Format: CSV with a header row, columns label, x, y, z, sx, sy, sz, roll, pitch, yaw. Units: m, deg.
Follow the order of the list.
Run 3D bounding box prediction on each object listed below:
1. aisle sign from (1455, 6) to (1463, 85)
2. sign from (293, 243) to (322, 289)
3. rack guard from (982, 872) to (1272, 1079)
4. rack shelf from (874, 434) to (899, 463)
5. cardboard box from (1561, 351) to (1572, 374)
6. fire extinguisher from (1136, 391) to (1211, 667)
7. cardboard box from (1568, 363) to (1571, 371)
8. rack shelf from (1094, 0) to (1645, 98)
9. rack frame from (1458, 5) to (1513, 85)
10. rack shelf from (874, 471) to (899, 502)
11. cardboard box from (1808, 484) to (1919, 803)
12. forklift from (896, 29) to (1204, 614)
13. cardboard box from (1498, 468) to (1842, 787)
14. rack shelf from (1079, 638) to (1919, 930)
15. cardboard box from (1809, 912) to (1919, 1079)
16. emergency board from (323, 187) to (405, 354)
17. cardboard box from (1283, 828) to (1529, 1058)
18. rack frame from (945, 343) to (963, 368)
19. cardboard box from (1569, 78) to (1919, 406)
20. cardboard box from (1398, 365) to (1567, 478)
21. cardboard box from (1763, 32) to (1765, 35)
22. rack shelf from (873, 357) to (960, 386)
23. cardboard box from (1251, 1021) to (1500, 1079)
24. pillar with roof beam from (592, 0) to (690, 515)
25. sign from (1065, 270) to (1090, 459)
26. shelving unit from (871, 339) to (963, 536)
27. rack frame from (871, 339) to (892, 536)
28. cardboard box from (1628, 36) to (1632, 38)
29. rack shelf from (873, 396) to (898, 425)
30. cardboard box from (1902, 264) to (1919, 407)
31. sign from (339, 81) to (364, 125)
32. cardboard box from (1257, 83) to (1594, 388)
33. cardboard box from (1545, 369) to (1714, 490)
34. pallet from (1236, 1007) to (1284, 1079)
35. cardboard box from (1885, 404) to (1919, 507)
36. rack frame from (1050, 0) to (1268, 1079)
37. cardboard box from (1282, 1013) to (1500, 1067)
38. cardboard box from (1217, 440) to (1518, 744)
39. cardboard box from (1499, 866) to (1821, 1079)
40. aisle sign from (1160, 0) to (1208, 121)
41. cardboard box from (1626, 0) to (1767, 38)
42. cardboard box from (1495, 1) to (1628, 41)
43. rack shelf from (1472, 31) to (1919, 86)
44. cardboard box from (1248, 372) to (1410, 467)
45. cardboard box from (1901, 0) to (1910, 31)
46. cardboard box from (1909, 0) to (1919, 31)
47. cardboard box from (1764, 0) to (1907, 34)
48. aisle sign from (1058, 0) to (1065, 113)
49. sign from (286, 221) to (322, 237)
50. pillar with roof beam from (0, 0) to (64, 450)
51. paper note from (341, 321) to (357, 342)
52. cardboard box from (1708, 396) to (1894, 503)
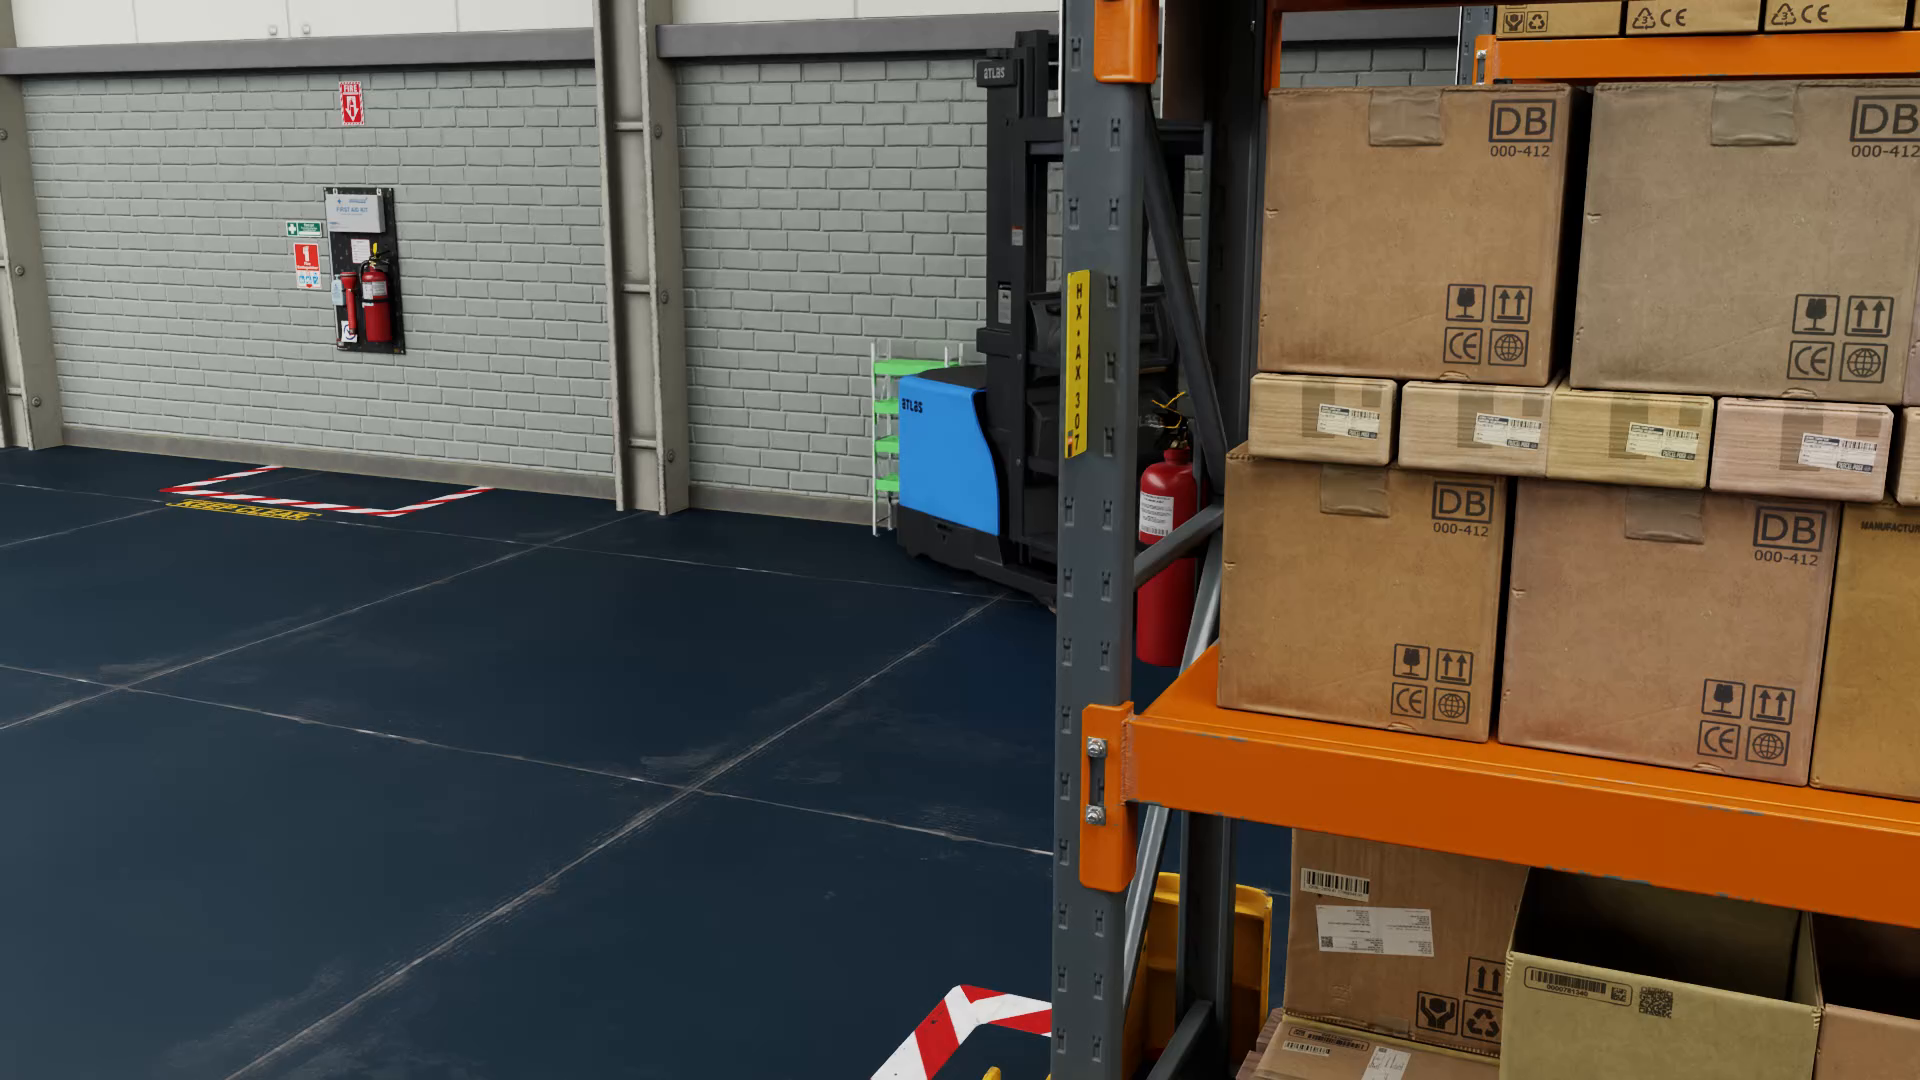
label,x,y,z,sx,sy,sz,roll,pitch,yaw
aisle sign,2.254,-2.212,7.425,0.004,0.787,0.394,6,14,23
sign,-4.762,-2.000,12.135,0.234,0.329,0.001,6,14,23
rack guard,0.417,1.247,3.845,0.348,0.500,1.175,6,14,23
rack shelf,-0.260,-0.548,10.240,0.480,0.148,0.258,6,14,23
cardboard box,1.105,-0.312,3.381,0.250,0.149,0.380,6,15,25
fire extinguisher,0.519,-0.038,4.019,0.183,0.674,0.296,6,14,23
cardboard box,1.339,-0.289,3.280,0.250,0.149,0.380,6,14,22
rack shelf,2.267,-0.892,2.500,4.000,0.370,1.077,6,14,23
rack frame,2.442,-1.002,7.960,0.127,3.000,1.000,6,14,23
rack shelf,-0.261,-0.314,10.294,0.480,0.148,0.258,6,14,23
cardboard box,1.794,0.125,2.939,0.500,0.500,0.700,6,14,24
forklift,0.882,-1.129,8.651,1.130,2.935,3.031,-9,16,-34
cardboard box,1.342,0.077,3.140,0.500,0.500,0.700,6,15,25
rack shelf,2.267,0.568,2.843,4.000,0.370,1.077,6,14,23
cardboard box,1.759,0.987,2.939,0.500,0.500,0.500,6,14,23
emergency board,-4.298,-1.910,11.829,0.643,1.169,0.194,6,14,23
cardboard box,1.049,0.789,3.783,0.500,0.500,0.500,6,14,23
rack frame,-0.036,-0.588,10.131,0.015,1.200,0.240,6,14,23
cardboard box,1.392,-0.549,2.971,0.500,0.500,0.700,5,14,22
cardboard box,0.953,-0.227,3.016,0.250,0.149,0.380,5,14,22
cardboard box,3.384,-2.495,7.491,0.500,0.500,0.500,6,14,23
rack shelf,-0.259,-1.015,10.131,0.480,0.148,0.258,6,14,23
cardboard box,0.839,1.263,3.406,0.500,0.250,0.500,6,14,23
pillar with roof beam,-3.798,-3.695,6.303,0.400,9.000,9.100,6,14,23
sign,0.208,-0.312,2.950,0.005,0.325,0.100,6,14,23
shelving unit,-0.260,-0.610,10.225,0.503,1.200,0.258,6,14,23
rack frame,-0.484,-0.632,10.320,0.015,1.200,0.240,6,14,23
cardboard box,2.926,-2.535,7.665,0.500,0.500,0.500,7,15,27
rack shelf,-0.260,-0.781,10.186,0.480,0.148,0.258,6,14,23
cardboard box,1.853,-0.503,2.773,0.500,0.500,0.700,6,14,23
sign,-4.265,-3.060,11.656,0.199,0.298,0.001,6,14,23
cardboard box,0.909,-0.597,3.174,0.500,0.500,0.700,6,14,23
cardboard box,1.180,-0.203,2.916,0.250,0.149,0.380,6,14,23
pallet,1.155,1.452,3.604,1.213,0.211,1.003,6,14,23
cardboard box,1.655,-0.155,2.712,0.250,0.149,0.380,5,14,21
rack frame,0.439,0.033,3.550,0.127,3.000,1.000,6,14,23
cardboard box,1.049,1.155,3.867,0.500,0.250,0.500,6,14,23
cardboard box,0.860,0.030,3.343,0.500,0.500,0.700,6,14,23
cardboard box,1.297,0.944,3.125,0.500,0.500,0.500,6,14,23
aisle sign,0.497,-1.300,3.540,0.004,0.787,0.394,6,14,23
cardboard box,3.123,-2.381,7.006,0.500,0.500,0.500,7,15,27
cardboard box,2.646,-2.438,7.250,0.500,0.500,0.500,6,15,25
rack shelf,4.270,-1.927,6.911,4.000,0.370,1.077,6,14,23
cardboard box,0.710,-0.251,3.118,0.250,0.149,0.380,6,14,23
cardboard box,3.852,-2.445,7.279,0.500,0.500,0.500,5,14,21
cardboard box,4.097,-2.288,6.613,0.500,0.500,0.500,7,15,27
cardboard box,3.599,-2.334,6.805,0.500,0.500,0.500,7,15,26
aisle sign,0.254,-1.175,3.006,0.004,0.787,0.394,6,14,23
sign,-4.761,-2.256,12.064,0.331,0.109,0.001,6,14,23
pillar with roof beam,-9.283,-4.250,8.669,0.400,9.000,9.100,6,14,23
paper note,-4.432,-1.512,12.061,0.142,0.148,0.016,6,14,23
cardboard box,1.410,-0.180,2.815,0.250,0.149,0.380,6,14,22
